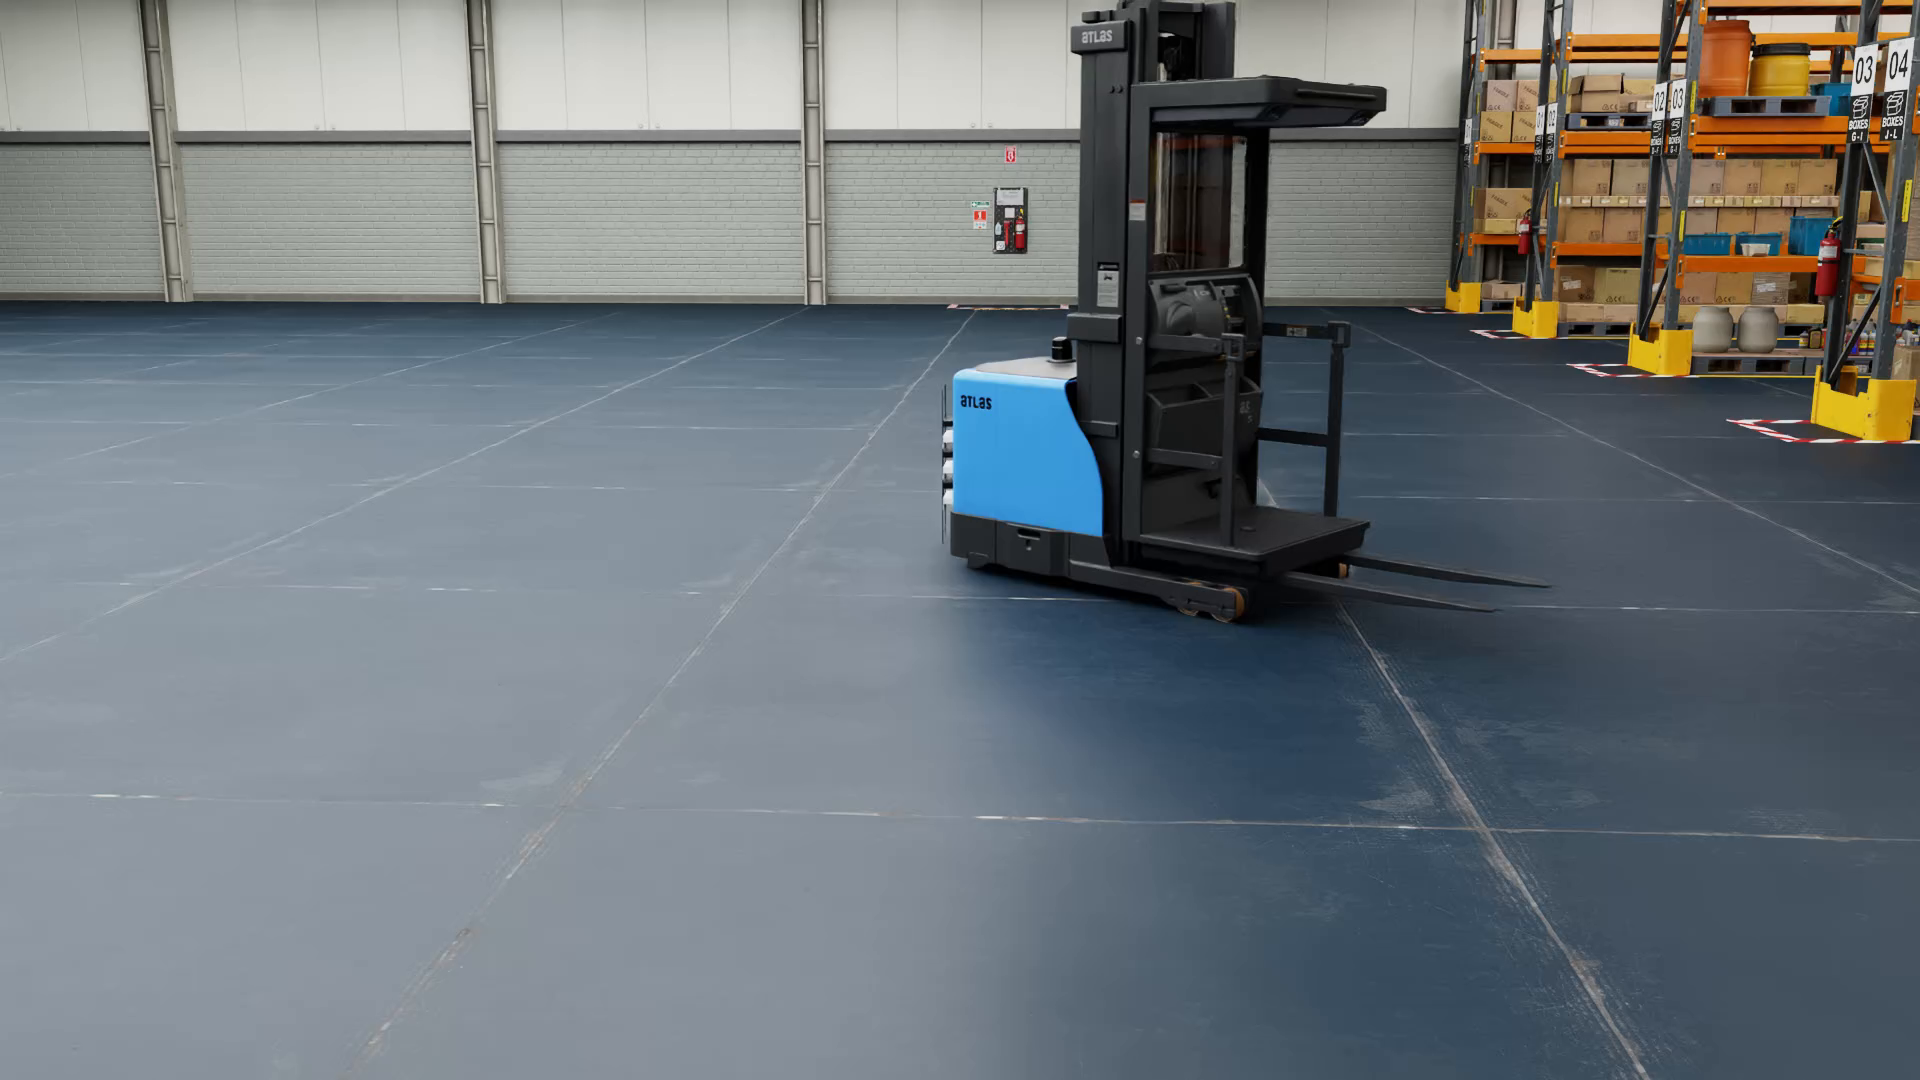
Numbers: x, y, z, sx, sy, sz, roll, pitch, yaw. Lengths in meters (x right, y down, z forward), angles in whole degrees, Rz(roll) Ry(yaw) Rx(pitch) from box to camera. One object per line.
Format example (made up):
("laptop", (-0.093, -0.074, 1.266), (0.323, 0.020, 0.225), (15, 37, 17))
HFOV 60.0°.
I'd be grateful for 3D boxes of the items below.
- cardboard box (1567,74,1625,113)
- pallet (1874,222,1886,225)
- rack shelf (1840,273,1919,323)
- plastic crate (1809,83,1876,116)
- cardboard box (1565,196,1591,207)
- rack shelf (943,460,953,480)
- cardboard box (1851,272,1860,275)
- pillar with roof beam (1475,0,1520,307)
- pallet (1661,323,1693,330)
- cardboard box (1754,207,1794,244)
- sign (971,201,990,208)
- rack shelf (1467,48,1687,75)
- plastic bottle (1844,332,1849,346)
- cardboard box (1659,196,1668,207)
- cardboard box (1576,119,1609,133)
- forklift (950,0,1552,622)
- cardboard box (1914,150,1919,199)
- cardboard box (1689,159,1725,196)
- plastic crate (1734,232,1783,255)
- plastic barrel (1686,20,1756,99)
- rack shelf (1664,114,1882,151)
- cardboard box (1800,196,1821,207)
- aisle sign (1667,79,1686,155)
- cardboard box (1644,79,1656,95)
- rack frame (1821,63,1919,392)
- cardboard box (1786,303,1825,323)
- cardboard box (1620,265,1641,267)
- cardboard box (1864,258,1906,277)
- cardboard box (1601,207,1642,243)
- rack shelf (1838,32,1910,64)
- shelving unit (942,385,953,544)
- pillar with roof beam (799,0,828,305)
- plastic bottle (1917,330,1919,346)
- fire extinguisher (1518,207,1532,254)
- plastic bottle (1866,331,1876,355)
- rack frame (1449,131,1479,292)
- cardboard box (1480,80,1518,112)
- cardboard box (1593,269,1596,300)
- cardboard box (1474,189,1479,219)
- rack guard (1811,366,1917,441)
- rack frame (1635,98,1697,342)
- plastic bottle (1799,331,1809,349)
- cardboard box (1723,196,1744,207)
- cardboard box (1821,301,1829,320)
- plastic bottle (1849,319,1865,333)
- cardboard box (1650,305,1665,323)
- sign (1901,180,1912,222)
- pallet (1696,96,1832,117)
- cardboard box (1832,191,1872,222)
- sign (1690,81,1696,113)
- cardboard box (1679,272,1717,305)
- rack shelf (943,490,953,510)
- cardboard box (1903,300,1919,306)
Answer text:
("cardboard box", (8.845, -6.208, 23.175), (0.637, 0.503, 0.797), (2, 12, 8))
("pallet", (15.863, -5.221, 27.869), (1.003, 0.211, 1.213), (1, 12, 4))
("rack shelf", (9.602, -2.021, 13.860), (4.000, 0.370, 1.077), (1, 12, 4))
("plastic crate", (9.860, -4.908, 18.619), (0.575, 0.384, 0.392), (1, 12, 4))
("cardboard box", (8.649, -4.741, 23.279), (0.250, 0.149, 0.380), (1, 12, 3))
("rack shelf", (0.008, -0.408, 9.682), (0.200, 0.077, 0.258), (1, 12, 4))
("cardboard box", (14.856, -4.350, 28.266), (0.500, 0.500, 0.700), (1, 12, 3))
("pillar with roof beam", (9.068, -7.660, 24.411), (0.400, 9.000, 9.100), (1, 12, 4))
("pallet", (10.252, -3.040, 23.786), (1.213, 0.211, 1.003), (1, 12, 4))
("cardboard box", (11.293, -4.429, 23.371), (0.500, 0.500, 0.700), (1, 12, 3))
("sign", (0.365, -6.031, 29.890), (0.331, 0.109, 0.001), (1, 12, 4))
("rack shelf", (10.595, -7.992, 27.759), (4.000, 0.370, 1.077), (1, 12, 4))
("plastic bottle", (10.197, -2.286, 19.129), (0.097, 0.201, 0.097), (0, 12, 0))
("cardboard box", (9.679, -4.727, 23.213), (0.250, 0.149, 0.380), (0, 12, 2))
("cardboard box", (10.504, -6.884, 27.730), (0.500, 0.500, 0.500), (2, 12, 7))
("forklift", (1.388, -1.165, 8.177), (3.031, 2.935, 1.130), (10, 16, 40))
("cardboard box", (8.137, -3.021, 13.472), (0.500, 0.500, 0.500), (1, 12, 4))
("cardboard box", (10.318, -5.079, 23.309), (0.500, 0.500, 0.700), (1, 12, 4))
("plastic crate", (9.104, -3.384, 18.981), (0.408, 0.251, 0.499), (1, 12, 4))
("plastic barrel", (8.431, -5.316, 18.453), (0.708, 0.830, 0.600), (1, 12, 4))
("rack shelf", (9.933, -4.501, 18.390), (4.000, 0.370, 1.077), (1, 12, 4))
("cardboard box", (11.731, -4.700, 23.080), (0.250, 0.149, 0.380), (1, 12, 3))
("aisle sign", (7.846, -4.626, 18.207), (0.004, 0.787, 0.394), (1, 12, 4))
("cardboard box", (11.522, -7.355, 27.540), (0.500, 0.500, 0.500), (1, 12, 7))
("rack frame", (7.606, -2.400, 13.917), (0.127, 3.000, 1.000), (1, 12, 4))
("cardboard box", (11.786, -3.191, 23.386), (0.500, 0.250, 0.500), (1, 12, 4))
("cardboard box", (9.826, -3.694, 23.958), (0.500, 0.500, 0.500), (1, 12, 4))
("cardboard box", (7.904, -2.316, 14.126), (0.250, 0.149, 0.380), (1, 12, 4))
("cardboard box", (9.261, -4.458, 23.509), (0.500, 0.500, 0.700), (1, 12, 5))
("rack shelf", (14.259, -6.731, 22.700), (4.000, 0.370, 1.077), (1, 12, 4))
("shelving unit", (0.008, -0.440, 9.675), (0.210, 0.900, 0.258), (1, 12, 4))
("pillar with roof beam", (-2.905, -7.825, 25.195), (0.400, 9.000, 9.100), (1, 12, 4))
("plastic bottle", (10.753, -2.233, 18.514), (0.185, 0.351, 0.144), (1, 12, 3))
("fire extinguisher", (8.185, -4.483, 24.061), (0.183, 0.674, 0.296), (1, 12, 4))
("plastic bottle", (10.167, -2.198, 18.537), (0.097, 0.271, 0.097), (0, 12, 0))
("rack frame", (8.599, -5.436, 28.430), (0.127, 3.000, 1.000), (1, 12, 4))
("cardboard box", (8.967, -7.398, 27.746), (0.500, 0.500, 0.500), (0, 12, 0))
("cardboard box", (10.581, -4.372, 28.374), (0.500, 0.500, 0.700), (0, 12, 0))
("cardboard box", (9.084, -5.777, 28.543), (0.500, 0.500, 0.500), (1, 12, 3))
("rack guard", (7.682, -1.176, 14.168), (0.348, 0.500, 1.175), (1, 12, 4))
("rack frame", (7.937, -3.412, 18.755), (0.127, 3.000, 1.000), (1, 12, 4))
("plastic bottle", (9.799, -2.322, 19.304), (0.097, 0.201, 0.097), (0, 12, 0))
("cardboard box", (10.711, -4.714, 23.147), (0.250, 0.149, 0.380), (1, 12, 5))
("cardboard box", (12.696, -3.283, 23.825), (0.500, 0.250, 0.500), (1, 12, 3))
("plastic bottle", (10.353, -2.383, 19.230), (0.185, 0.351, 0.144), (1, 12, 6))
("cardboard box", (9.790, -3.218, 23.516), (0.500, 0.250, 0.500), (1, 12, 4))
("sign", (7.570, -2.713, 13.299), (0.005, 0.325, 0.100), (1, 12, 4))
("pallet", (8.756, -4.757, 18.317), (1.213, 0.211, 1.003), (1, 12, 4))
("cardboard box", (14.867, -5.608, 27.932), (0.500, 0.500, 0.700), (1, 12, 4))
("sign", (7.896, -4.773, 17.910), (0.005, 0.325, 0.100), (1, 12, 4))
("cardboard box", (10.289, -3.577, 23.401), (0.500, 0.500, 0.500), (1, 12, 4))
("rack shelf", (0.008, -0.232, 9.719), (0.200, 0.077, 0.258), (1, 12, 4))
("cardboard box", (13.158, -3.439, 23.203), (0.500, 0.311, 0.500), (1, 12, 3))
